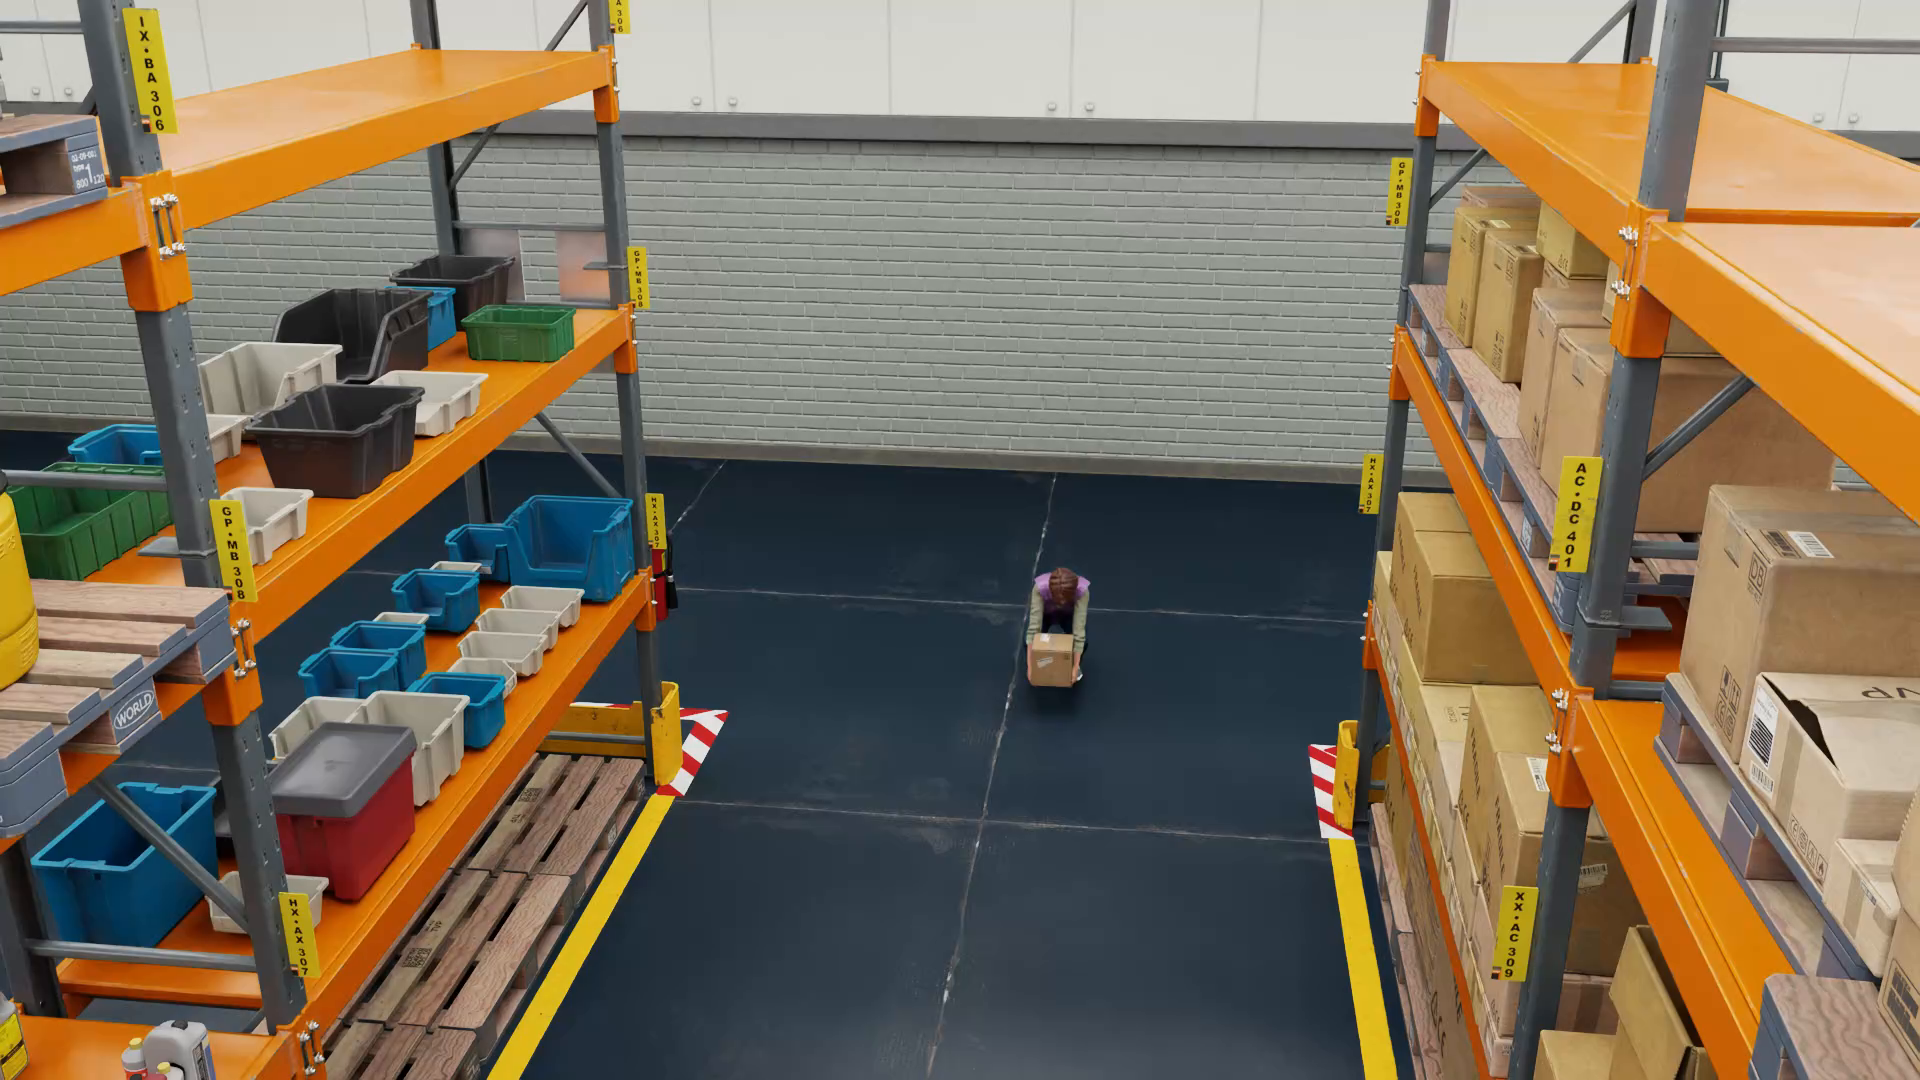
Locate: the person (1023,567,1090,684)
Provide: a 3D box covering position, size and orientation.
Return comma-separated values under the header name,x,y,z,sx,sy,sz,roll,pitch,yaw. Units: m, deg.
name,x,y,z,sx,sy,sz,roll,pitch,yaw
person,0.623,0.527,10.740,0.424,0.890,0.832,2,22,6
